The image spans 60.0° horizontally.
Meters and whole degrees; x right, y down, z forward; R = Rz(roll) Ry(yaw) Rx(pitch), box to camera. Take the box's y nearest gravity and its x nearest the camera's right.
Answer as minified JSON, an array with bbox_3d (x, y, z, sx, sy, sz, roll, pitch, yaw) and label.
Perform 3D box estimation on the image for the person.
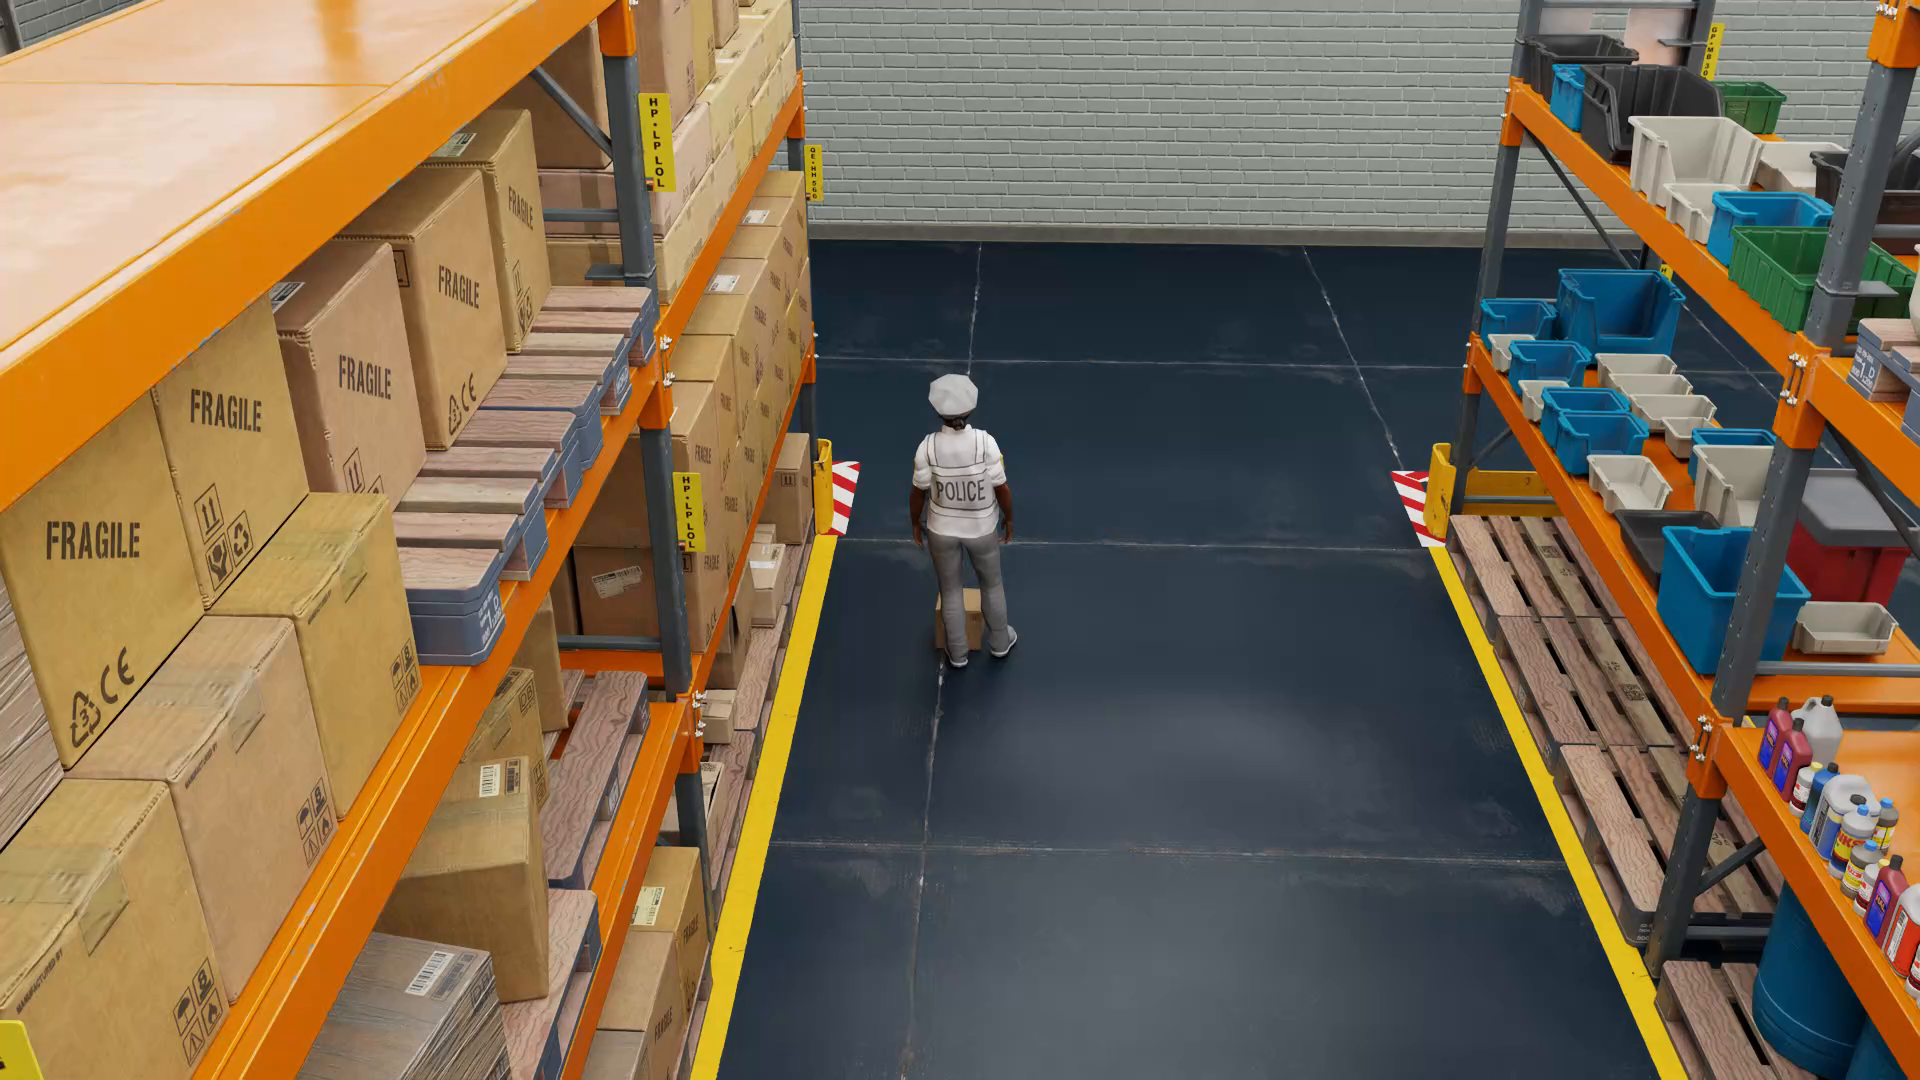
[{"bbox_3d":[0.026,-0.108,8.768,0.570,1.695,0.529,1,28,2],"label":"person"}]
